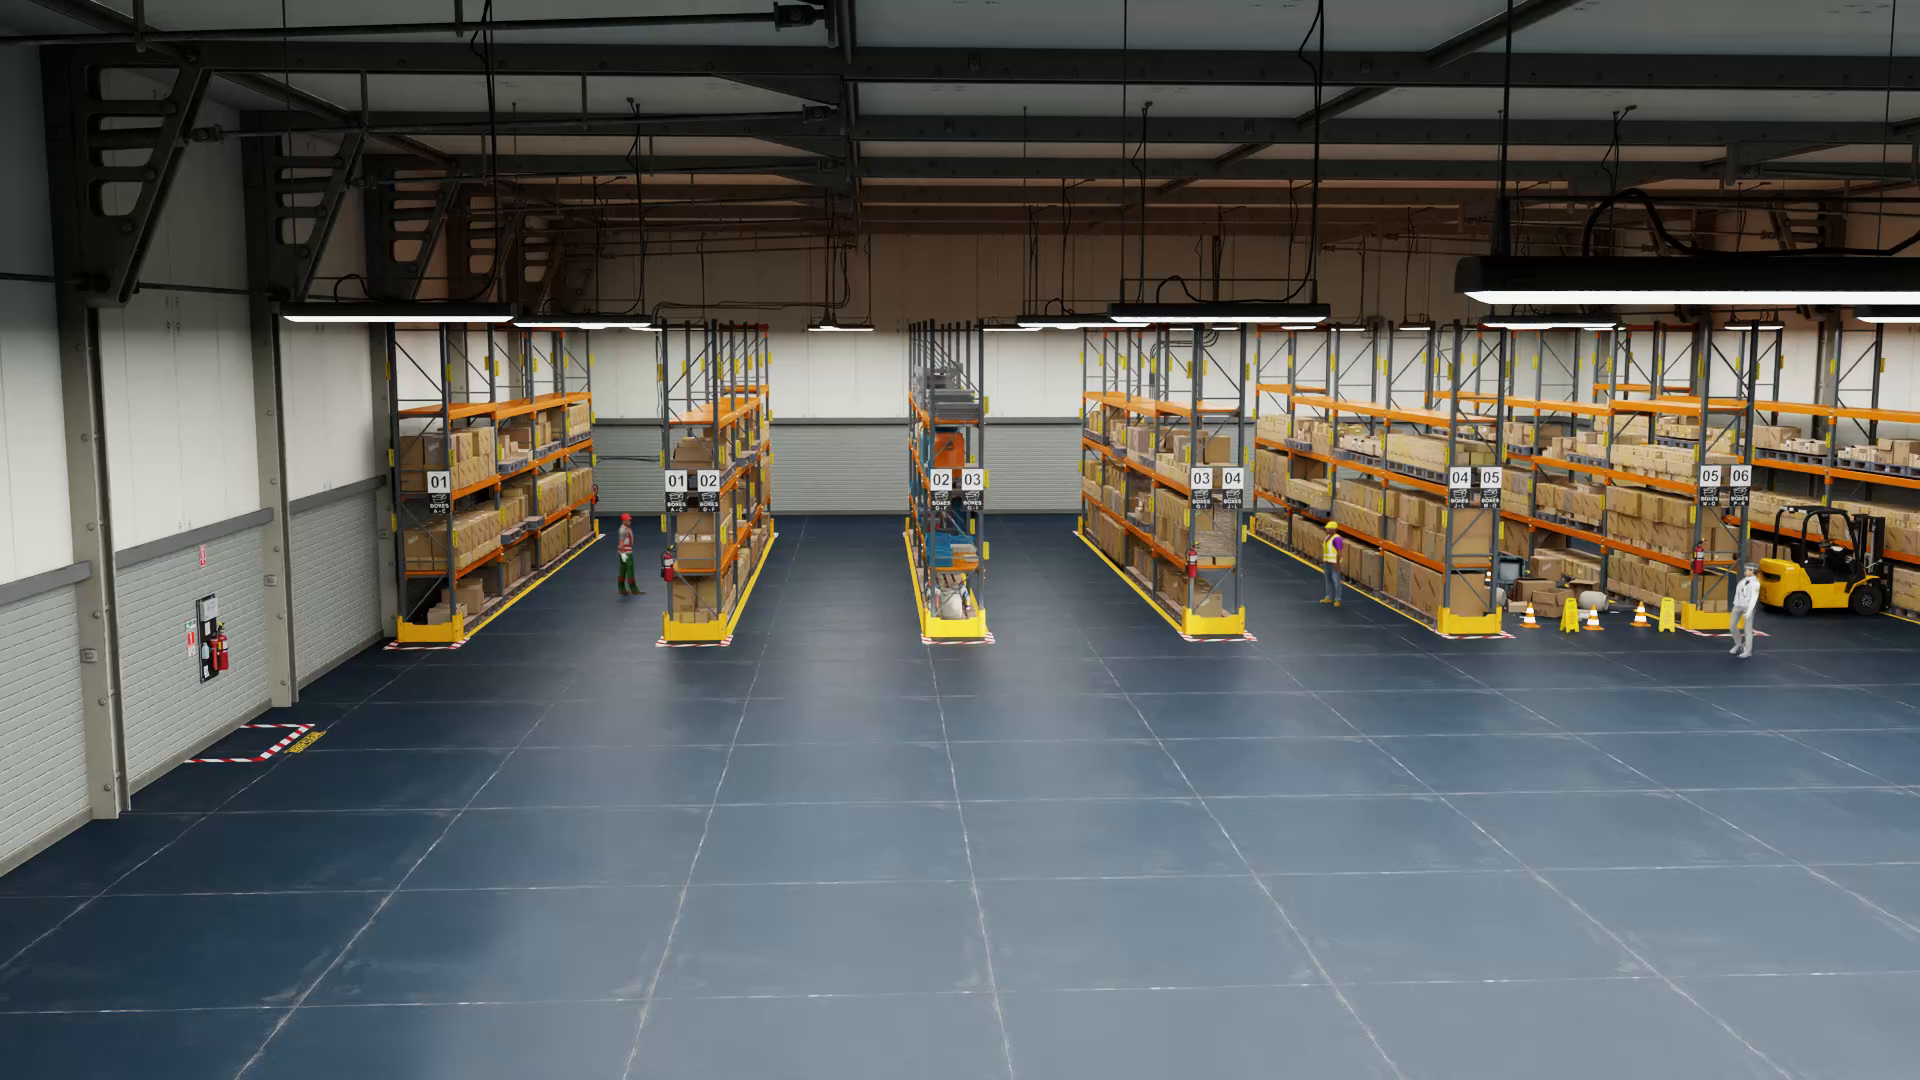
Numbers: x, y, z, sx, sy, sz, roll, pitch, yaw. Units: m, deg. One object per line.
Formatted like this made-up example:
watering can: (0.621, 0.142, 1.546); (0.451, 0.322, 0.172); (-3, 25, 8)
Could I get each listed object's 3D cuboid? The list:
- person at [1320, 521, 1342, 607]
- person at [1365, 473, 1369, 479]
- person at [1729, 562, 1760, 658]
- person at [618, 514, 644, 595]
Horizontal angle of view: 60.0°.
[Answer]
person: (7.917, 0.497, 35.352); (0.380, 1.799, 0.577); (-5, 8, -33)
person: (12.068, -1.150, 48.983); (0.525, 1.664, 0.427); (-1, 7, -7)
person: (13.994, 1.240, 29.639); (0.462, 1.683, 0.537); (-4, 8, -29)
person: (-7.283, 0.299, 36.736); (0.547, 1.789, 0.541); (-2, 7, -16)
